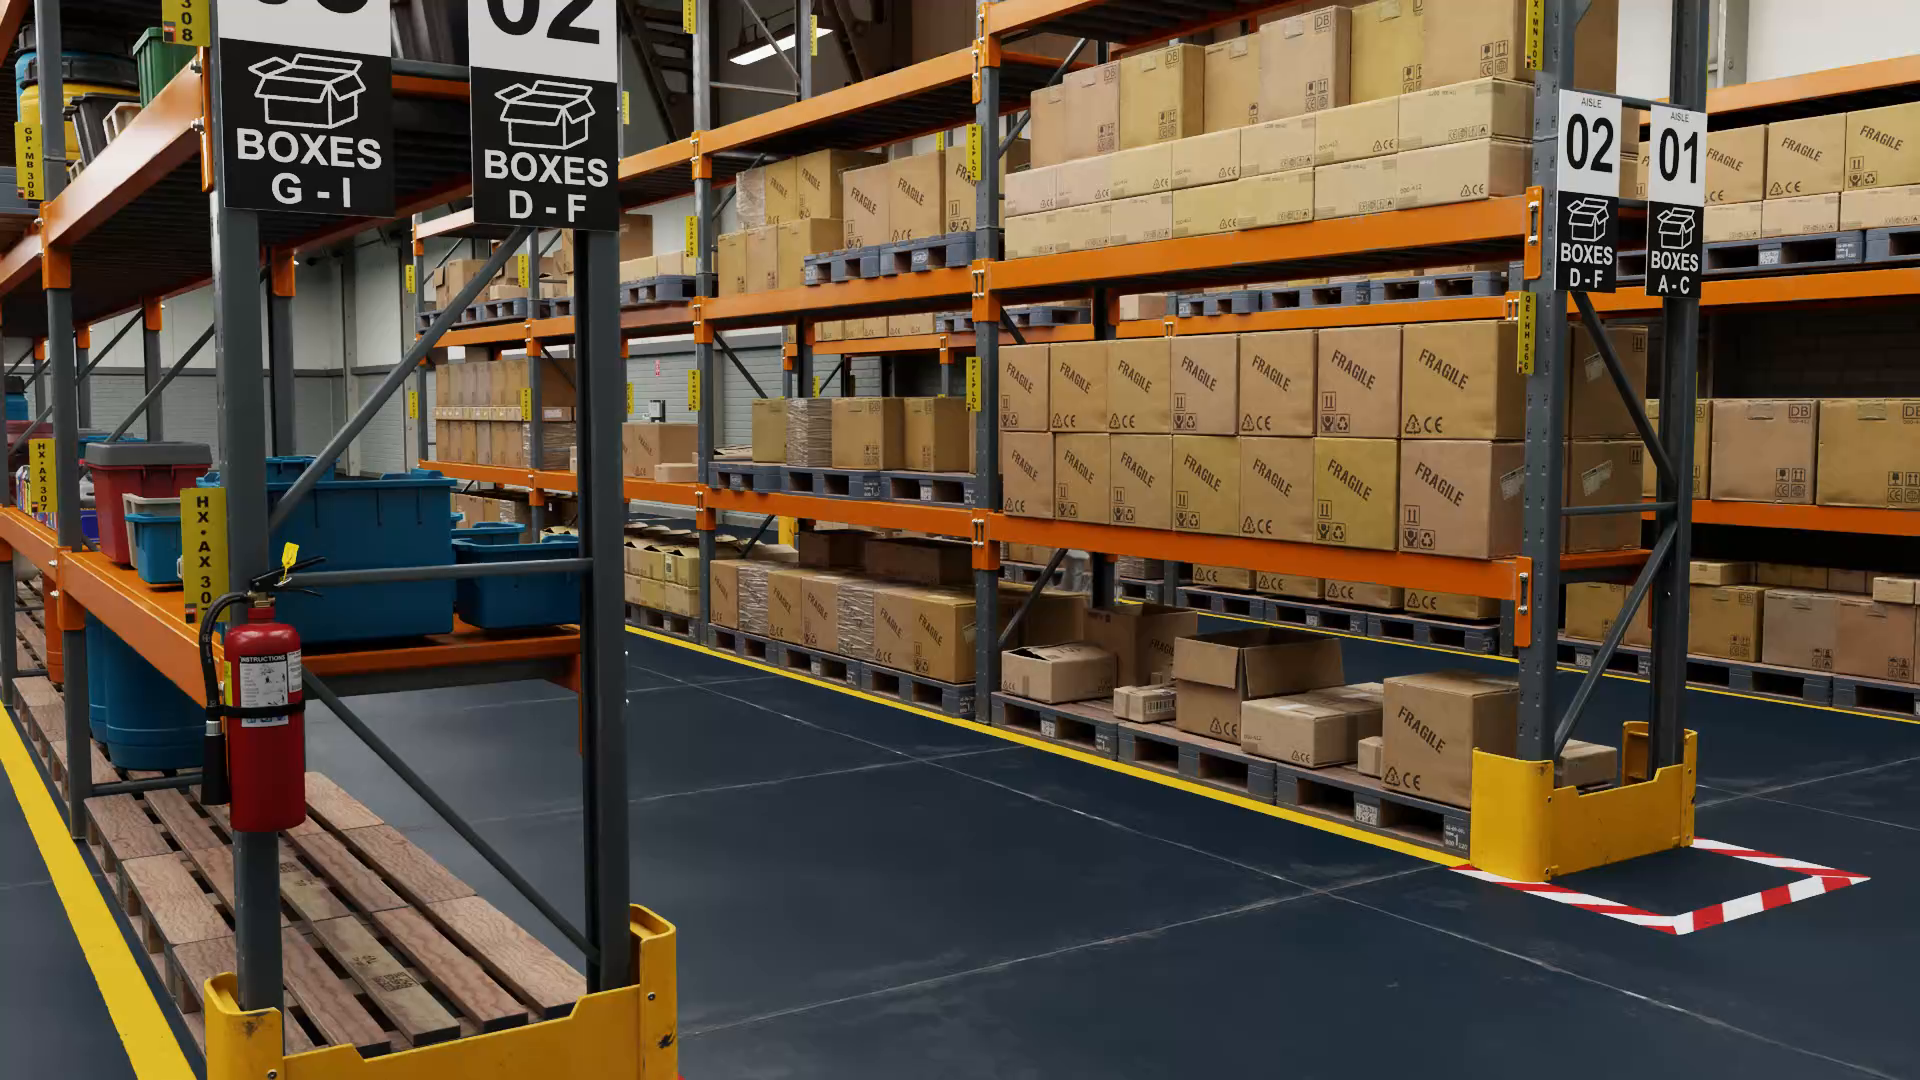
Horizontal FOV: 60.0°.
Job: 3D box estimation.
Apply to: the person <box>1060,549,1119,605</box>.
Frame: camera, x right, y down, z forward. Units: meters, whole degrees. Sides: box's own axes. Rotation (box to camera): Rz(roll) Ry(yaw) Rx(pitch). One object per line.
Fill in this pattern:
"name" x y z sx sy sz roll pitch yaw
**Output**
"person" 1.107 -0.083 14.412 0.618 1.804 0.793 -3 5 -34
